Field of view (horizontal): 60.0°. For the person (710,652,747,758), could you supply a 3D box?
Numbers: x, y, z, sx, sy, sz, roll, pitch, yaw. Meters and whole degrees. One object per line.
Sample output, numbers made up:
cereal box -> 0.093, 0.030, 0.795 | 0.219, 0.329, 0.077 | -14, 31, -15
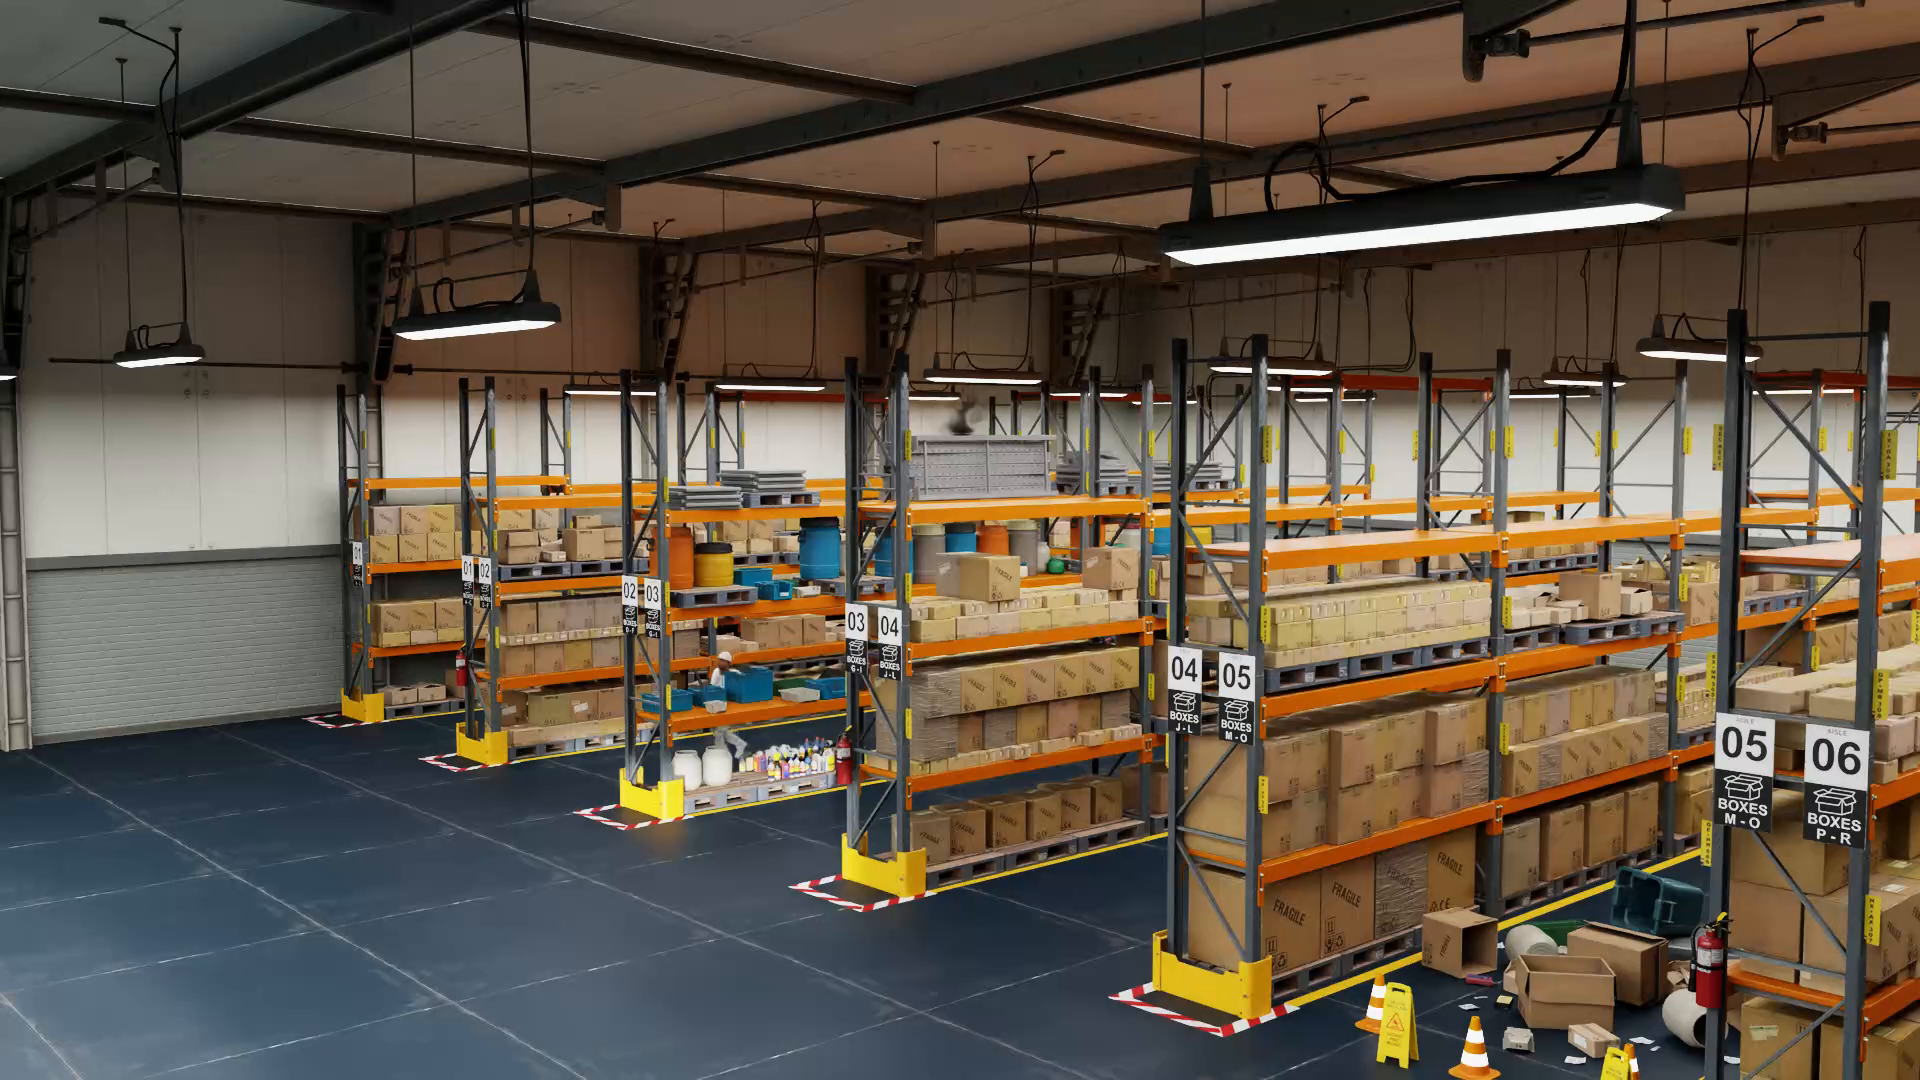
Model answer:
person -> -3.605, 2.600, 25.637 | 0.682, 1.777, 0.885 | 3, 5, 42
